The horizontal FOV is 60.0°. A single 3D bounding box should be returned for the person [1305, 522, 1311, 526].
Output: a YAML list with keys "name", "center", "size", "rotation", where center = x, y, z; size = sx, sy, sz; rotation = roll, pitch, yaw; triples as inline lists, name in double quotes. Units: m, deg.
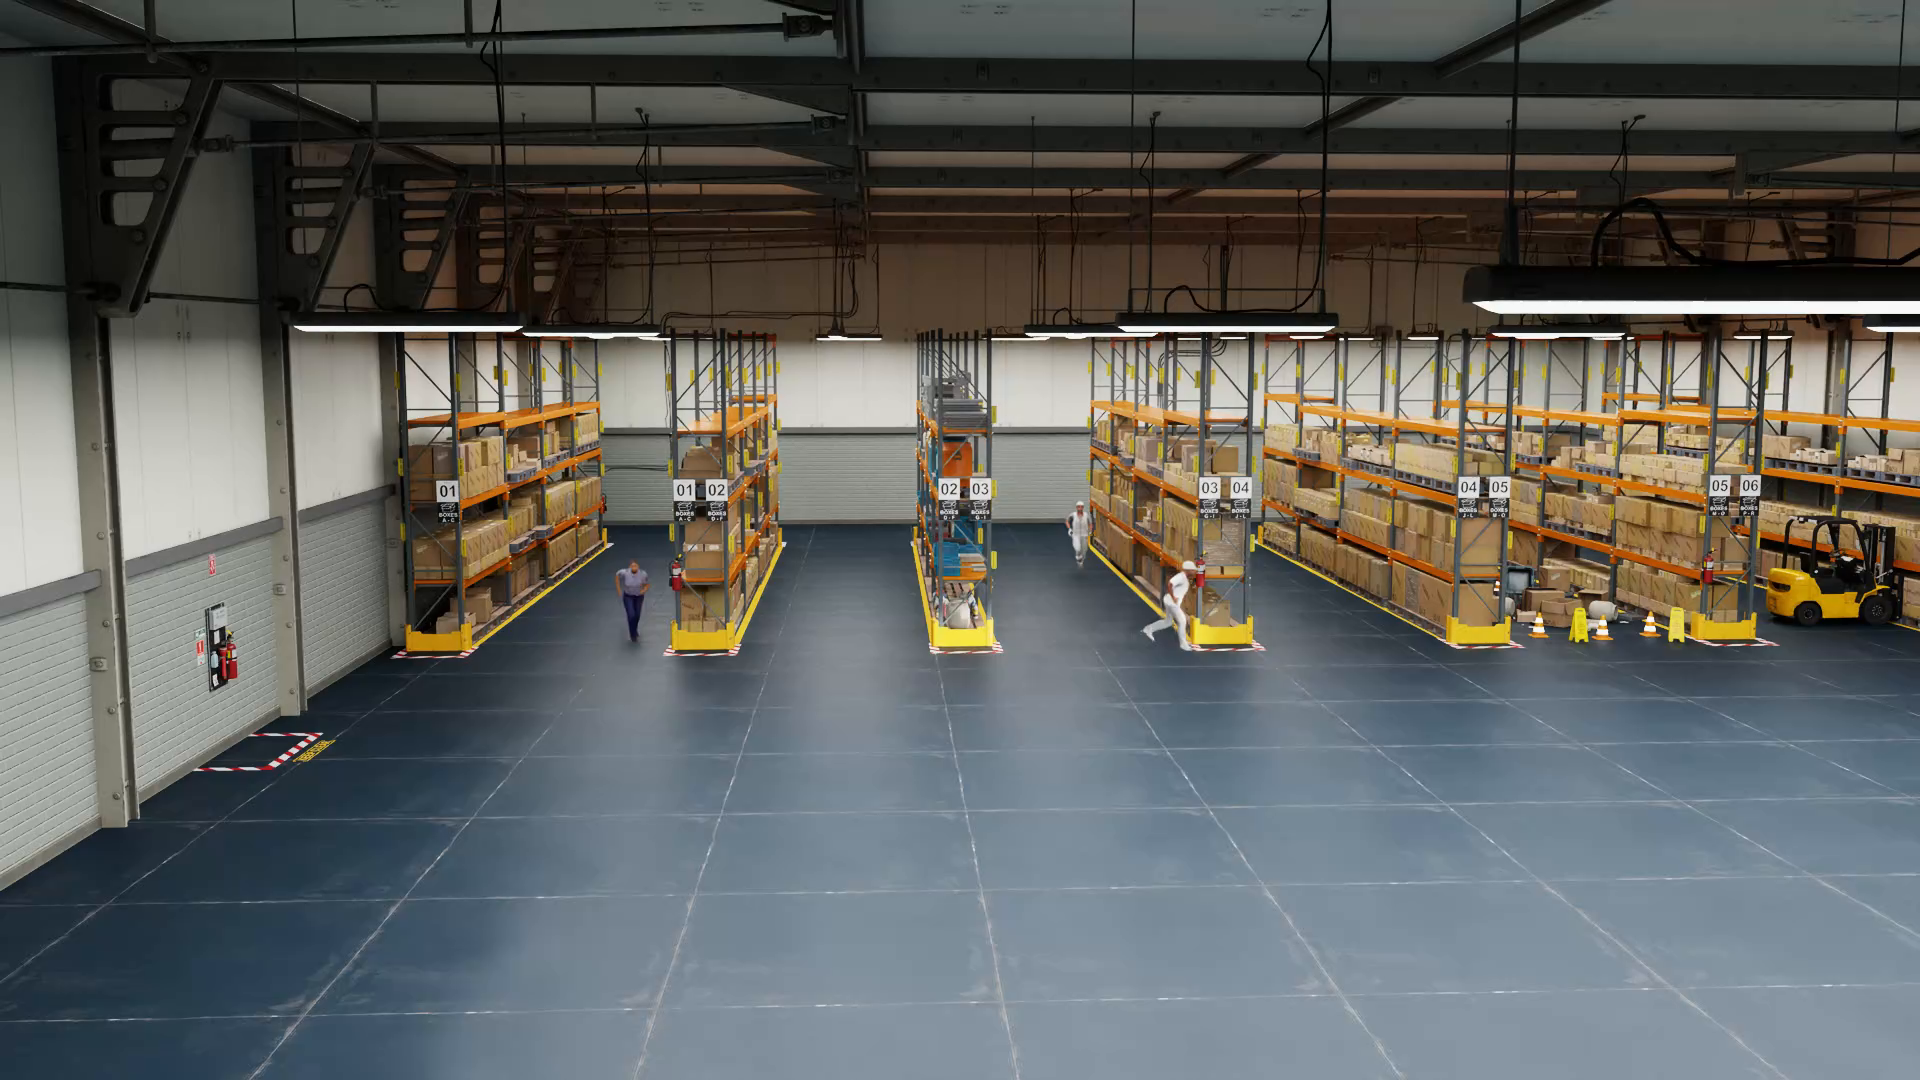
- name: "person"
  center: [10.388, -0.867, 48.389]
  size: [0.772, 1.819, 0.998]
  rotation: [-4, 8, -33]

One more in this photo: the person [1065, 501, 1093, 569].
- name: "person"
  center: [2.919, -0.141, 40.659]
  size: [0.655, 1.621, 0.862]
  rotation: [0, 7, -3]

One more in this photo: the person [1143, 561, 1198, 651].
- name: "person"
  center: [3.936, 1.232, 31.219]
  size: [1.038, 1.711, 0.726]
  rotation: [3, 7, 21]

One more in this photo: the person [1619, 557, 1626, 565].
- name: "person"
  center: [16.076, 0.184, 39.743]
  size: [0.658, 1.786, 1.032]
  rotation: [-1, 7, -5]

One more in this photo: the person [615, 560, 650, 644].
- name: "person"
  center: [-6.311, 1.193, 32.101]
  size: [0.636, 1.686, 0.865]
  rotation: [-2, 7, -18]
